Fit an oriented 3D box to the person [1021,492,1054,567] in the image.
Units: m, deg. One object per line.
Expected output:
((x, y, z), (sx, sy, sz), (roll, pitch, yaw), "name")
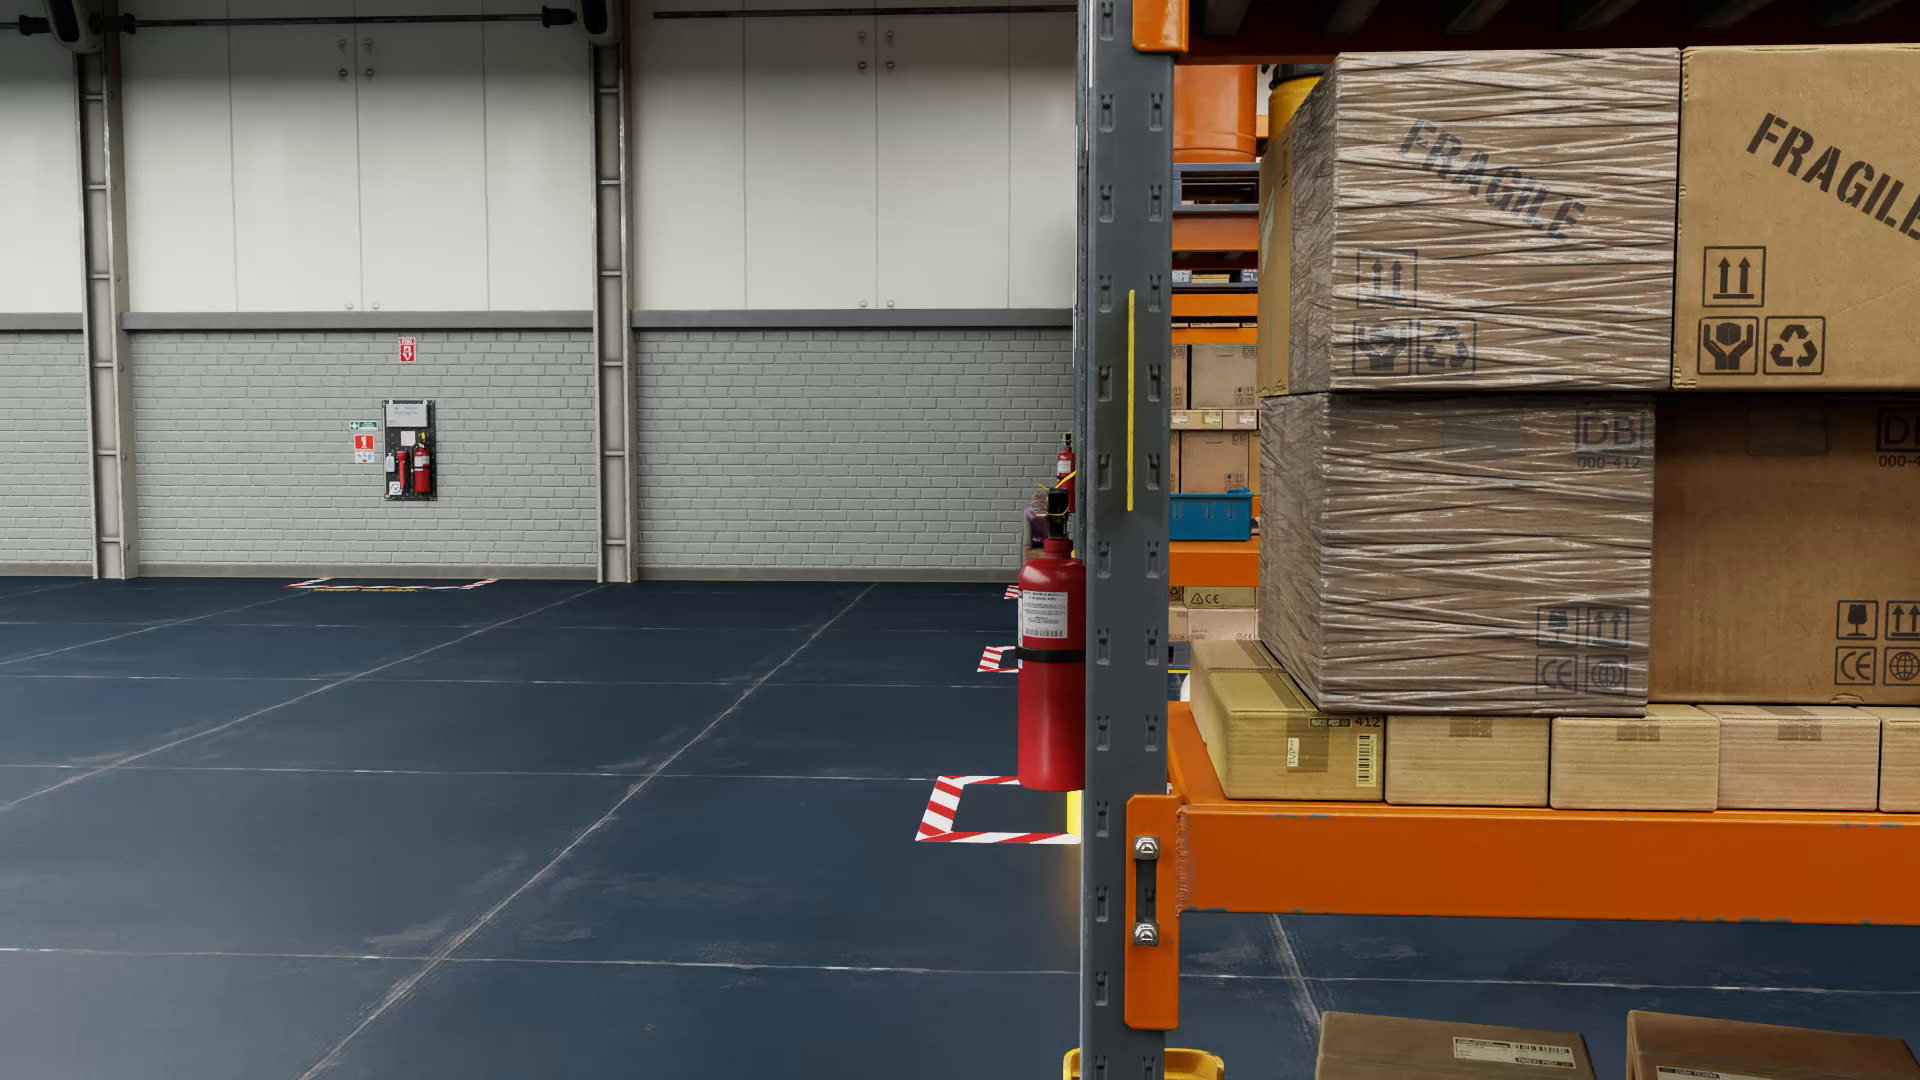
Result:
((0.729, 0.191, 14.726), (0.378, 1.240, 0.810), (0, 4, 2), "person")
